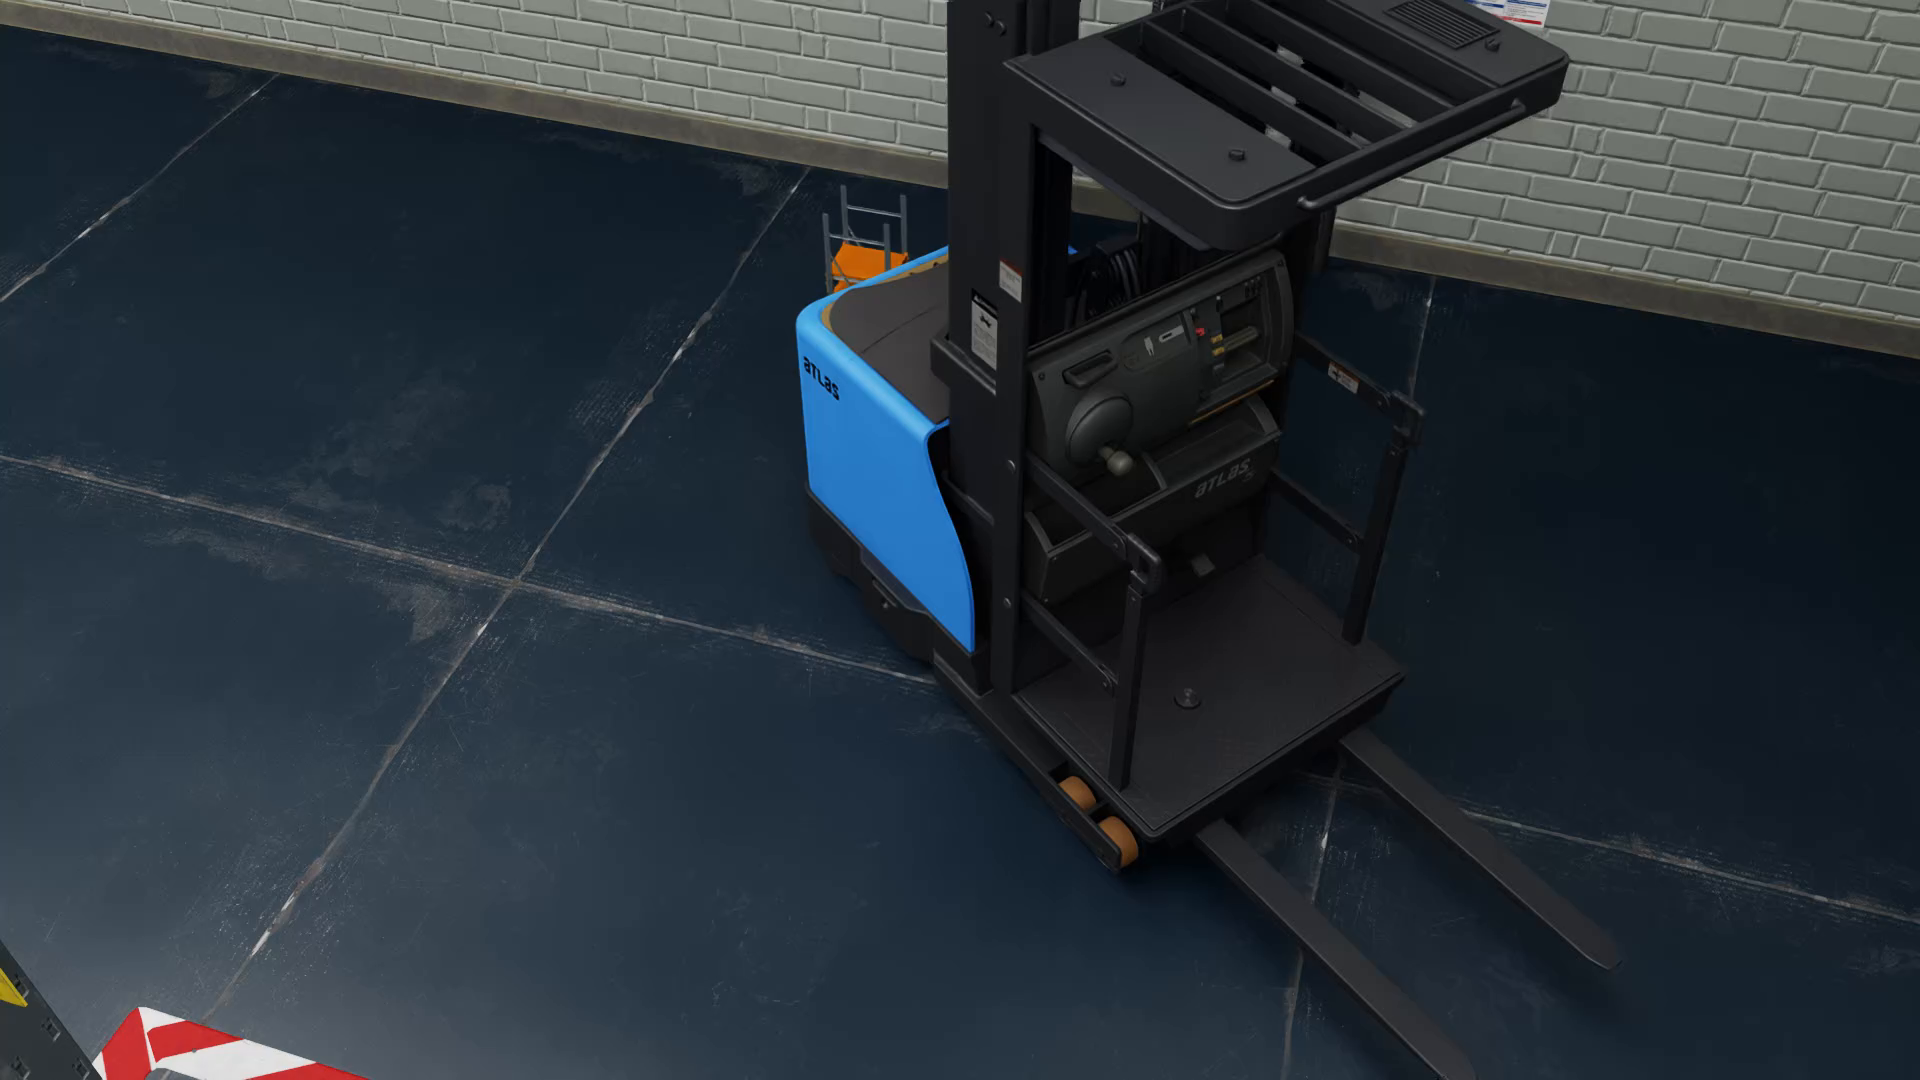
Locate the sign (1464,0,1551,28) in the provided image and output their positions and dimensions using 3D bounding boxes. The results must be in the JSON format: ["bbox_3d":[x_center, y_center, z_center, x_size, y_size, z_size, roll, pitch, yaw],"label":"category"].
[{"bbox_3d":[2.160,-2.245,6.467,0.329,0.494,0.001,13,46,13],"label":"sign"}]

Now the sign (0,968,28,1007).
[{"bbox_3d":[-1.504,0.602,2.493,0.100,0.325,0.005,13,46,13],"label":"sign"}]

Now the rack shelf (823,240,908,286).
[{"bbox_3d":[-0.333,-0.954,5.916,0.258,0.103,0.180,12,46,12],"label":"rack shelf"}]

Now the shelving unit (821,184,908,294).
[{"bbox_3d":[-0.333,-0.728,6.136,0.258,1.200,0.189,12,46,12],"label":"shelving unit"}]

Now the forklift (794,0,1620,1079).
[{"bbox_3d":[0.710,-0.417,4.581,1.130,2.935,3.031,-27,51,-25],"label":"forklift"}]

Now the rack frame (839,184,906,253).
[{"bbox_3d":[-0.307,-0.789,6.199,0.240,1.200,0.006,12,46,12],"label":"rack frame"}]

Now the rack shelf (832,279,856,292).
[{"bbox_3d":[-0.333,-0.868,5.999,0.258,0.103,0.180,12,46,12],"label":"rack shelf"}]

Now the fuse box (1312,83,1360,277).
[{"bbox_3d":[1.627,-1.785,6.850,0.539,1.711,0.414,13,46,13],"label":"fuse box"}]

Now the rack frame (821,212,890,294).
[{"bbox_3d":[-0.359,-0.667,6.073,0.240,1.200,0.006,12,46,12],"label":"rack frame"}]
